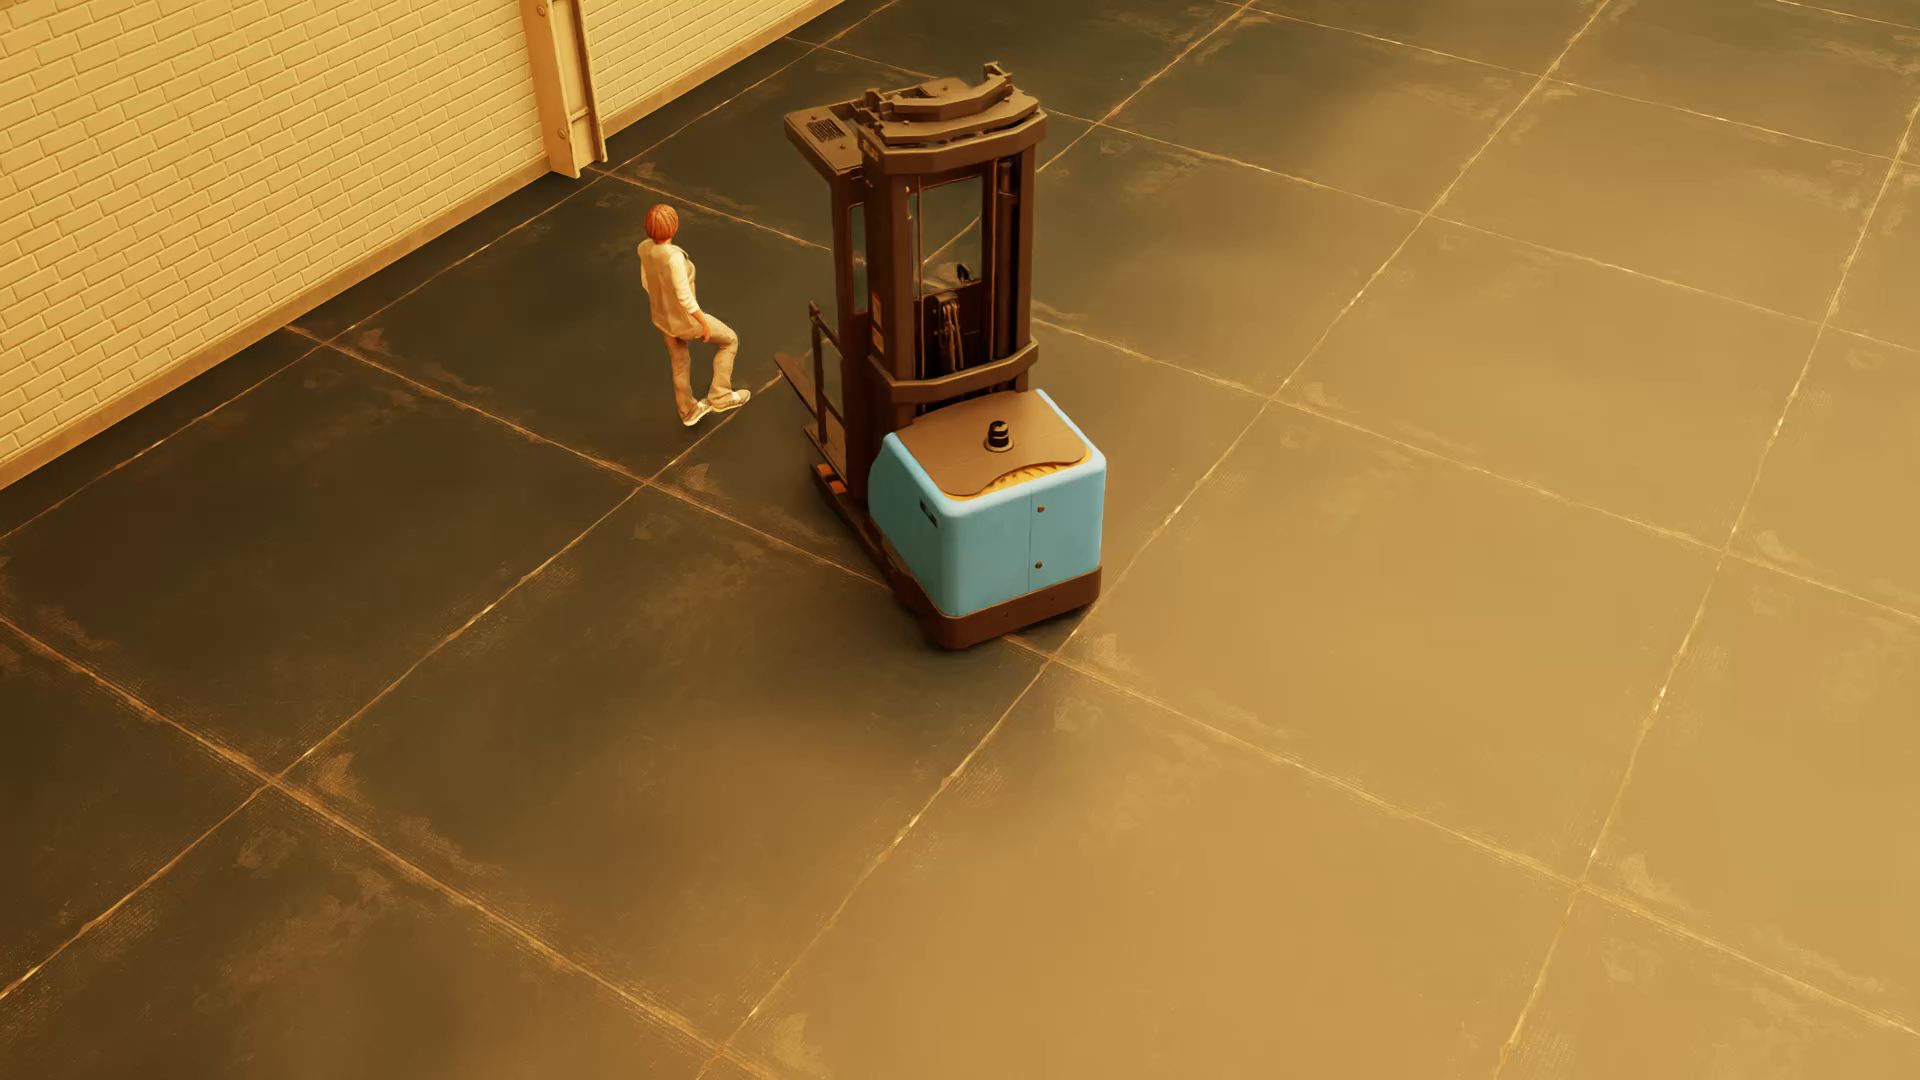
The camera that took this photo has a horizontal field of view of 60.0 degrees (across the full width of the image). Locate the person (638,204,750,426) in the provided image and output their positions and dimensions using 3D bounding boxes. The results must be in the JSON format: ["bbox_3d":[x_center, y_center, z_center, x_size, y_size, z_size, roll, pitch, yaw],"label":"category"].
[{"bbox_3d":[-1.713,-1.431,10.546,0.515,1.590,0.483,31,49,31],"label":"person"}]

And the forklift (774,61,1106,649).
[{"bbox_3d":[-0.295,-1.448,9.676,1.130,2.935,3.031,-18,44,-20],"label":"forklift"}]
